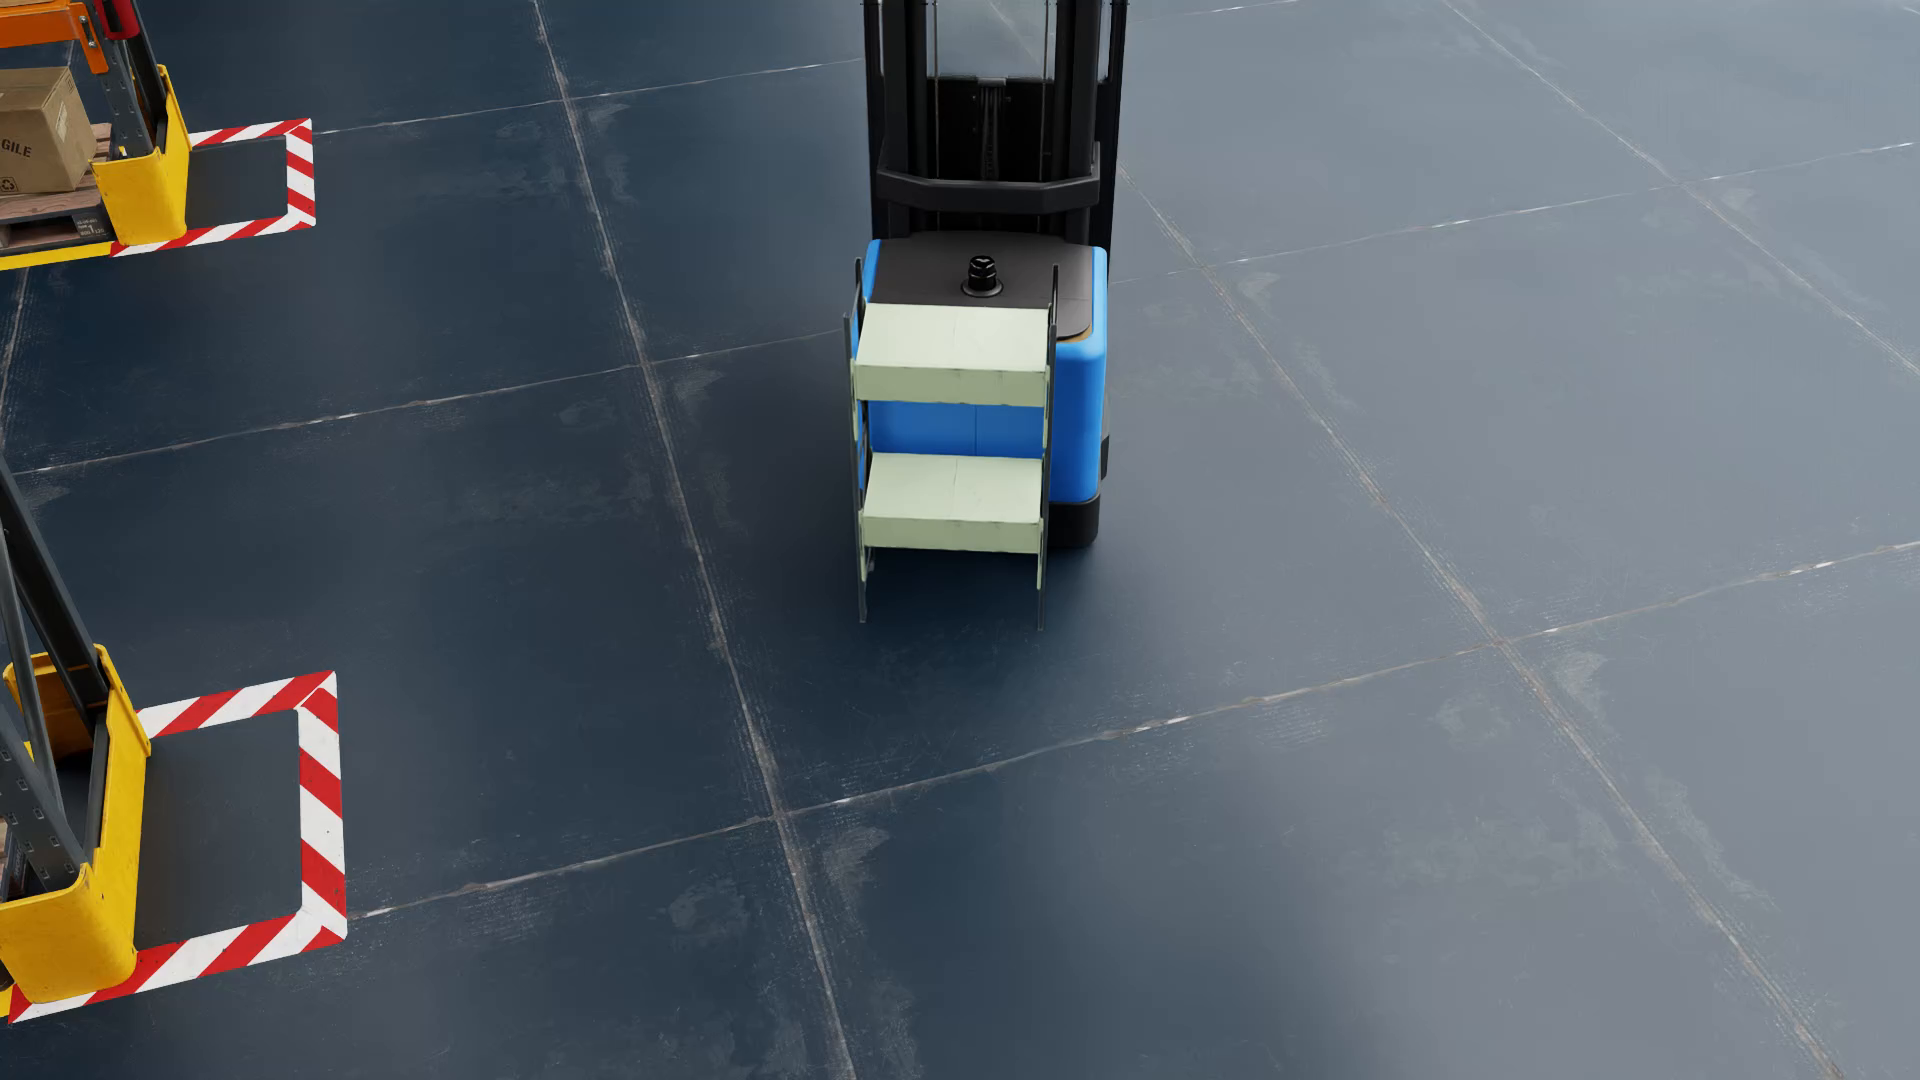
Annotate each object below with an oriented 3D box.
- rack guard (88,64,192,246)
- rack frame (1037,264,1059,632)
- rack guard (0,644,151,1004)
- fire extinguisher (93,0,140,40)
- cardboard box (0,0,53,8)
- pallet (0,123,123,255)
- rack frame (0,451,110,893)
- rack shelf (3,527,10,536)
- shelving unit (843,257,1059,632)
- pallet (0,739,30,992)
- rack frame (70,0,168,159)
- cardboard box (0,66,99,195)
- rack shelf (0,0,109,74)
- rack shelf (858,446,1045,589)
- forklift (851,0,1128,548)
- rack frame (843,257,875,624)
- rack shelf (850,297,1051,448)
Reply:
[{"bbox_3d":[-4.602,-2.182,9.367,0.348,0.500,1.175,-12,42,-13],"label":"rack guard"},{"bbox_3d":[0.342,-0.321,6.478,0.023,1.500,0.400,2,41,3],"label":"rack frame"},{"bbox_3d":[-3.100,0.956,5.776,0.348,0.500,1.175,-12,42,-13],"label":"rack guard"},{"bbox_3d":[-4.282,-2.842,8.282,0.183,0.674,0.296,-12,42,-13],"label":"fire extinguisher"},{"bbox_3d":[-4.739,-2.858,8.432,0.250,0.149,0.380,-12,42,-13],"label":"cardboard box"},{"bbox_3d":[-5.387,-1.935,9.304,1.213,0.211,1.003,-12,42,-13],"label":"pallet"},{"bbox_3d":[-3.042,-0.030,5.004,0.127,3.000,1.000,-12,42,-13],"label":"rack frame"},{"bbox_3d":[-4.949,0.636,4.789,4.000,0.370,1.077,-12,42,-13],"label":"rack shelf"},{"bbox_3d":[-0.024,-0.336,6.495,0.755,1.500,0.431,2,41,3],"label":"shelving unit"},{"bbox_3d":[-3.877,1.222,5.691,1.213,0.211,1.003,-12,42,-13],"label":"pallet"},{"bbox_3d":[-4.529,-3.138,8.562,0.127,3.000,1.000,-12,42,-13],"label":"rack frame"},{"bbox_3d":[-5.130,-2.242,9.117,0.500,0.500,0.500,-4,41,-5],"label":"cardboard box"},{"bbox_3d":[-6.437,-2.472,8.346,4.000,0.370,1.077,-12,42,-13],"label":"rack shelf"},{"bbox_3d":[-0.024,-0.091,6.710,0.720,0.370,0.431,2,41,3],"label":"rack shelf"},{"bbox_3d":[0.161,-2.029,7.344,1.130,2.935,3.031,2,41,3],"label":"forklift"},{"bbox_3d":[-0.389,-0.352,6.513,0.023,1.500,0.400,2,41,3],"label":"rack frame"},{"bbox_3d":[-0.024,-0.630,6.238,0.720,0.370,0.431,2,41,3],"label":"rack shelf"}]
